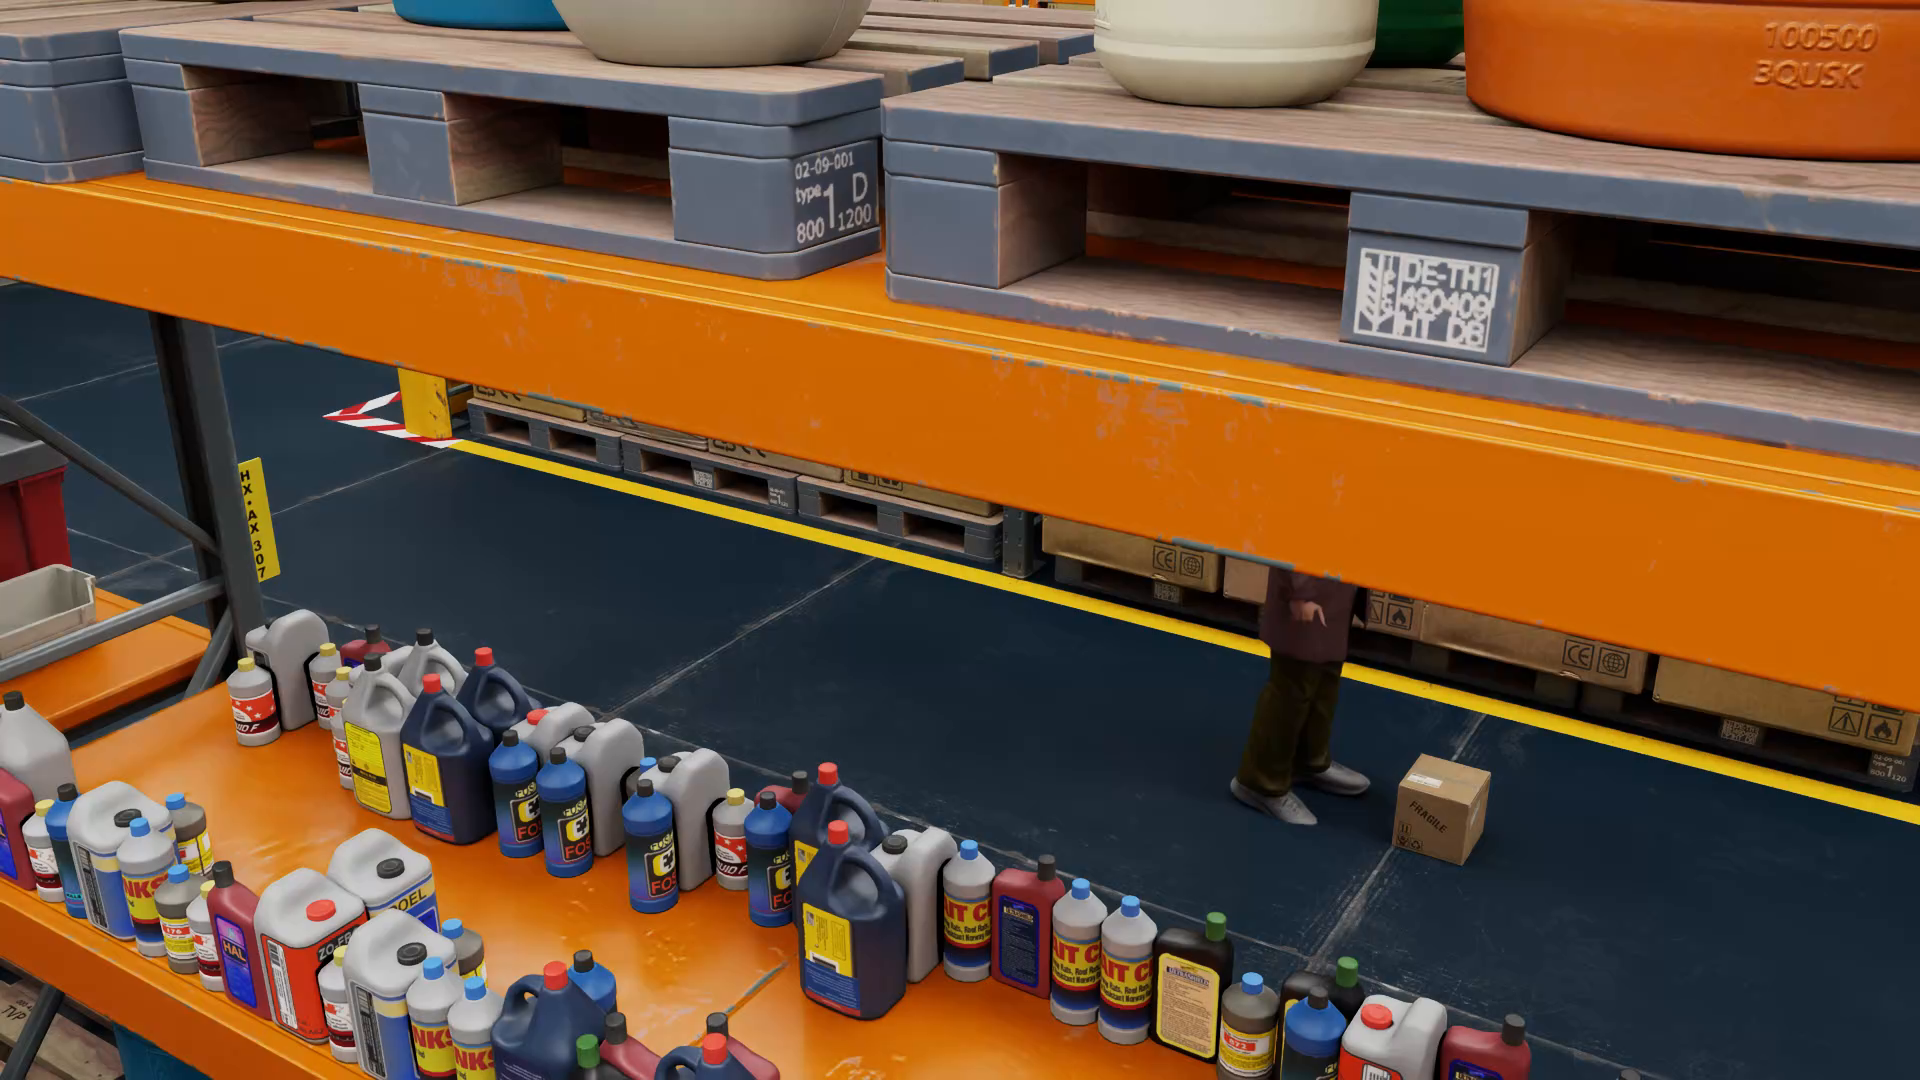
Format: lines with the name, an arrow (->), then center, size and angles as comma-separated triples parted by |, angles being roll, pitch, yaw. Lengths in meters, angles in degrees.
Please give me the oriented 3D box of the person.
person -> 1.258, 0.148, 5.822 | 0.435, 1.831, 0.566 | 14, 27, 31
